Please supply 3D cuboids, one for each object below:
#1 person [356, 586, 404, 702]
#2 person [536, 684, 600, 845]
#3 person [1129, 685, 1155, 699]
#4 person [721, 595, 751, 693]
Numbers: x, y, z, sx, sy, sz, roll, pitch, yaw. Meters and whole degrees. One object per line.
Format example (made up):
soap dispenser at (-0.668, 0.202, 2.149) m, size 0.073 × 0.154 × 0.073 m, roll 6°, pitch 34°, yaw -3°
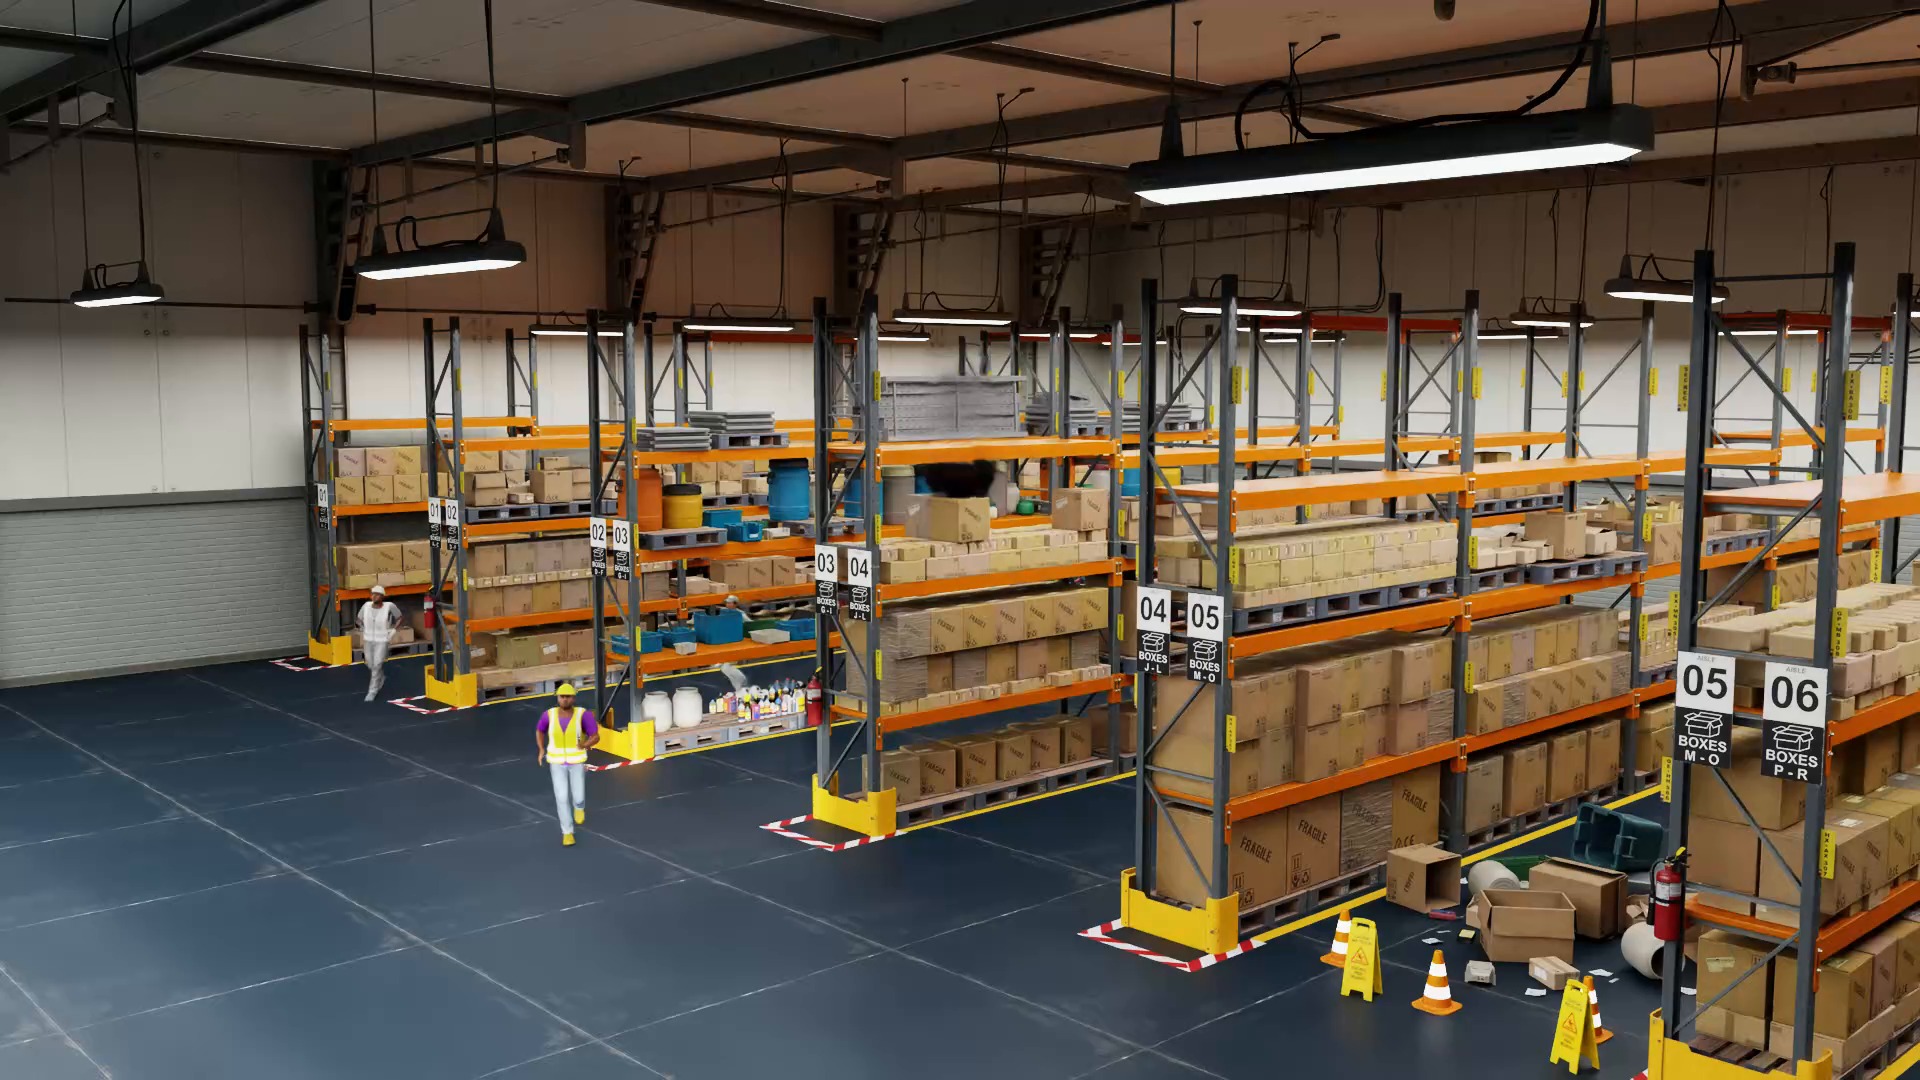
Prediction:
person at (-9.237, 1.616, 26.441) m, size 0.694 × 1.803 × 0.864 m, roll 0°, pitch 6°, yaw 4°
person at (-4.332, 2.440, 18.382) m, size 0.705 × 1.742 × 0.822 m, roll -1°, pitch 6°, yaw -9°
person at (2.709, 1.871, 24.656) m, size 0.627 × 1.698 × 0.761 m, roll 5°, pitch 8°, yaw 43°
person at (-3.639, 1.687, 26.402) m, size 0.577 × 1.629 × 0.592 m, roll -6°, pitch 8°, yaw -44°
